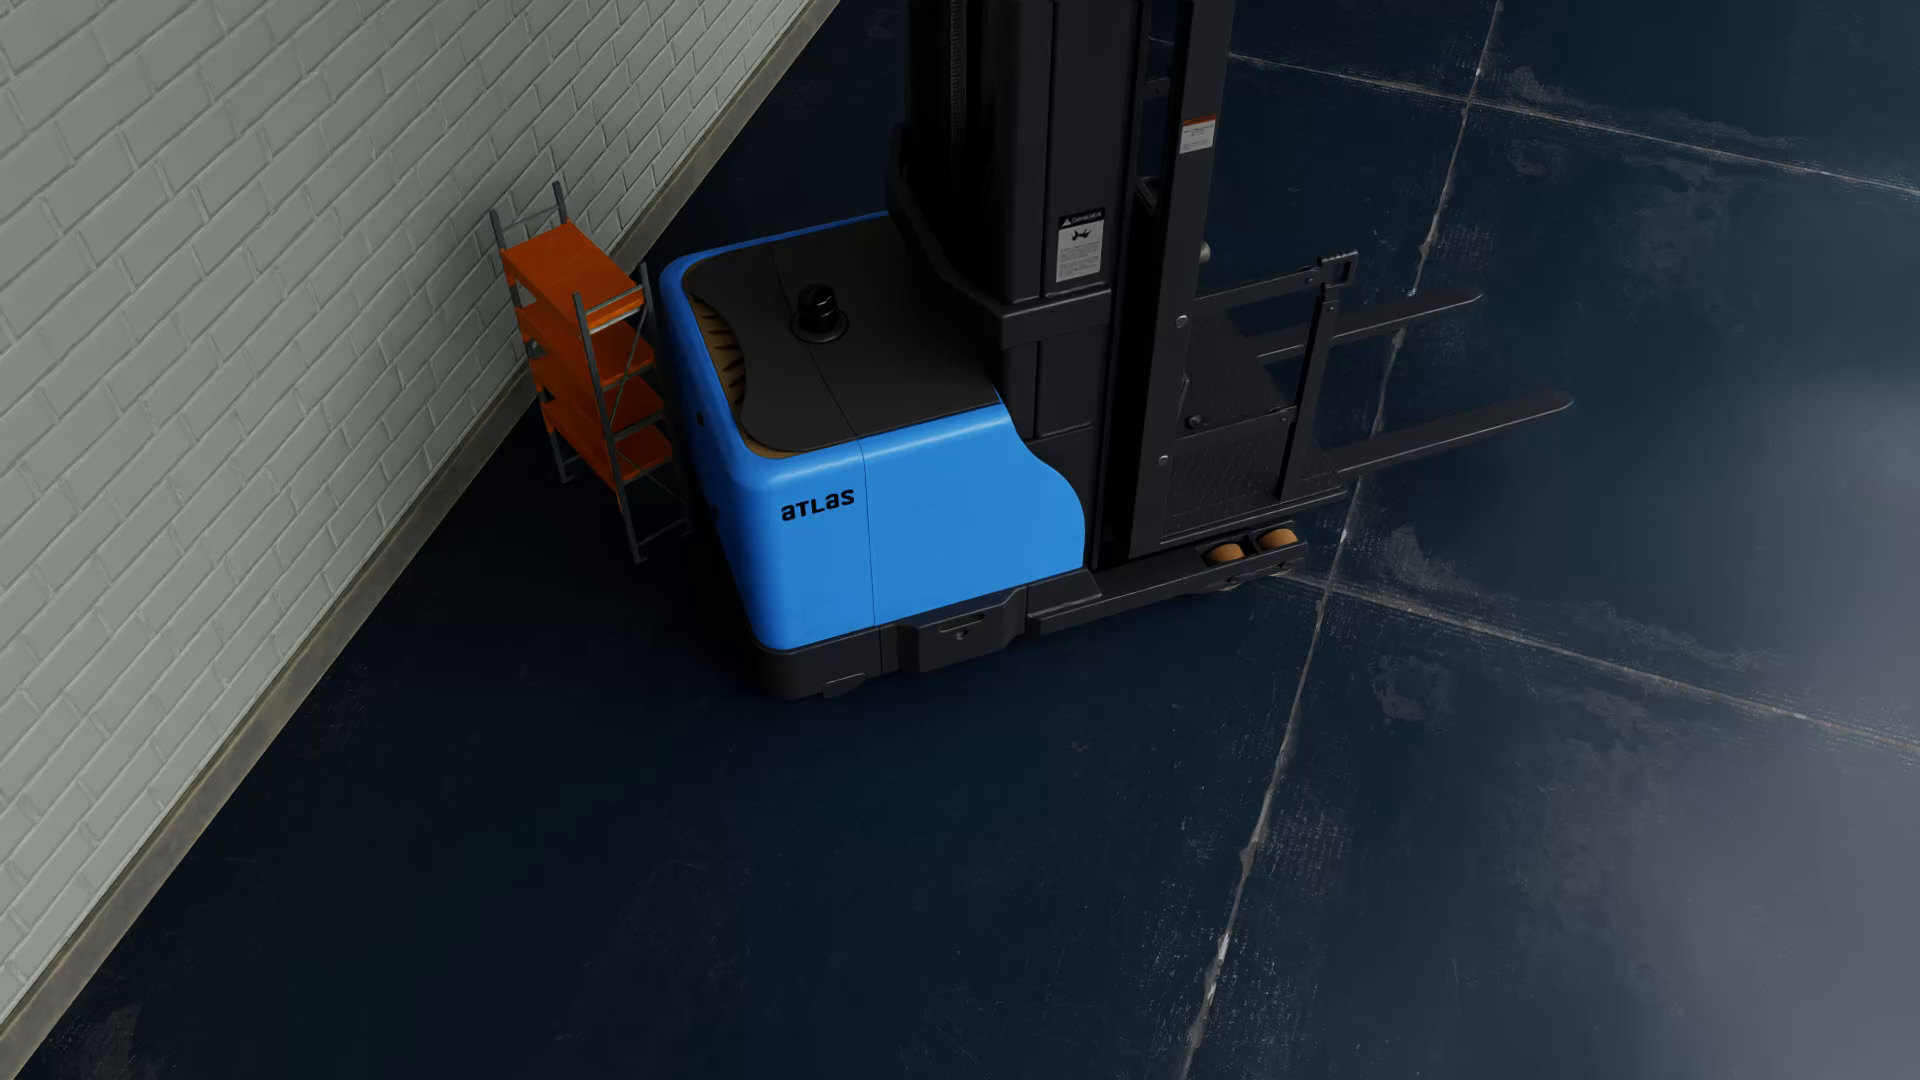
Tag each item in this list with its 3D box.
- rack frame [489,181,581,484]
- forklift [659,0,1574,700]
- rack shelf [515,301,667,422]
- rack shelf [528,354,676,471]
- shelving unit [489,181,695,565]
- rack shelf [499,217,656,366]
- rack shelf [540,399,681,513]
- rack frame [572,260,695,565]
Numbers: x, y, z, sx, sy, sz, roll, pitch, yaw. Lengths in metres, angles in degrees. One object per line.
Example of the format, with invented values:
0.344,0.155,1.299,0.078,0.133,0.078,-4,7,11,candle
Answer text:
-1.327,-0.653,5.522,0.240,1.200,0.015,-32,56,-25,rack frame
0.639,-1.150,4.807,3.031,2.935,1.130,-15,51,-13,forklift
-1.172,-0.613,5.280,0.258,0.148,0.480,-32,56,-25,rack shelf
-1.172,-0.467,5.449,0.258,0.148,0.480,-32,56,-25,rack shelf
-1.172,-0.511,5.399,0.258,1.200,0.503,-32,56,-25,shelving unit
-1.172,-0.768,5.102,0.258,0.148,0.480,-32,56,-25,rack shelf
-1.172,-0.337,5.600,0.258,0.148,0.480,-32,56,-25,rack shelf
-1.018,-0.368,5.275,0.240,1.200,0.015,-32,56,-25,rack frame
